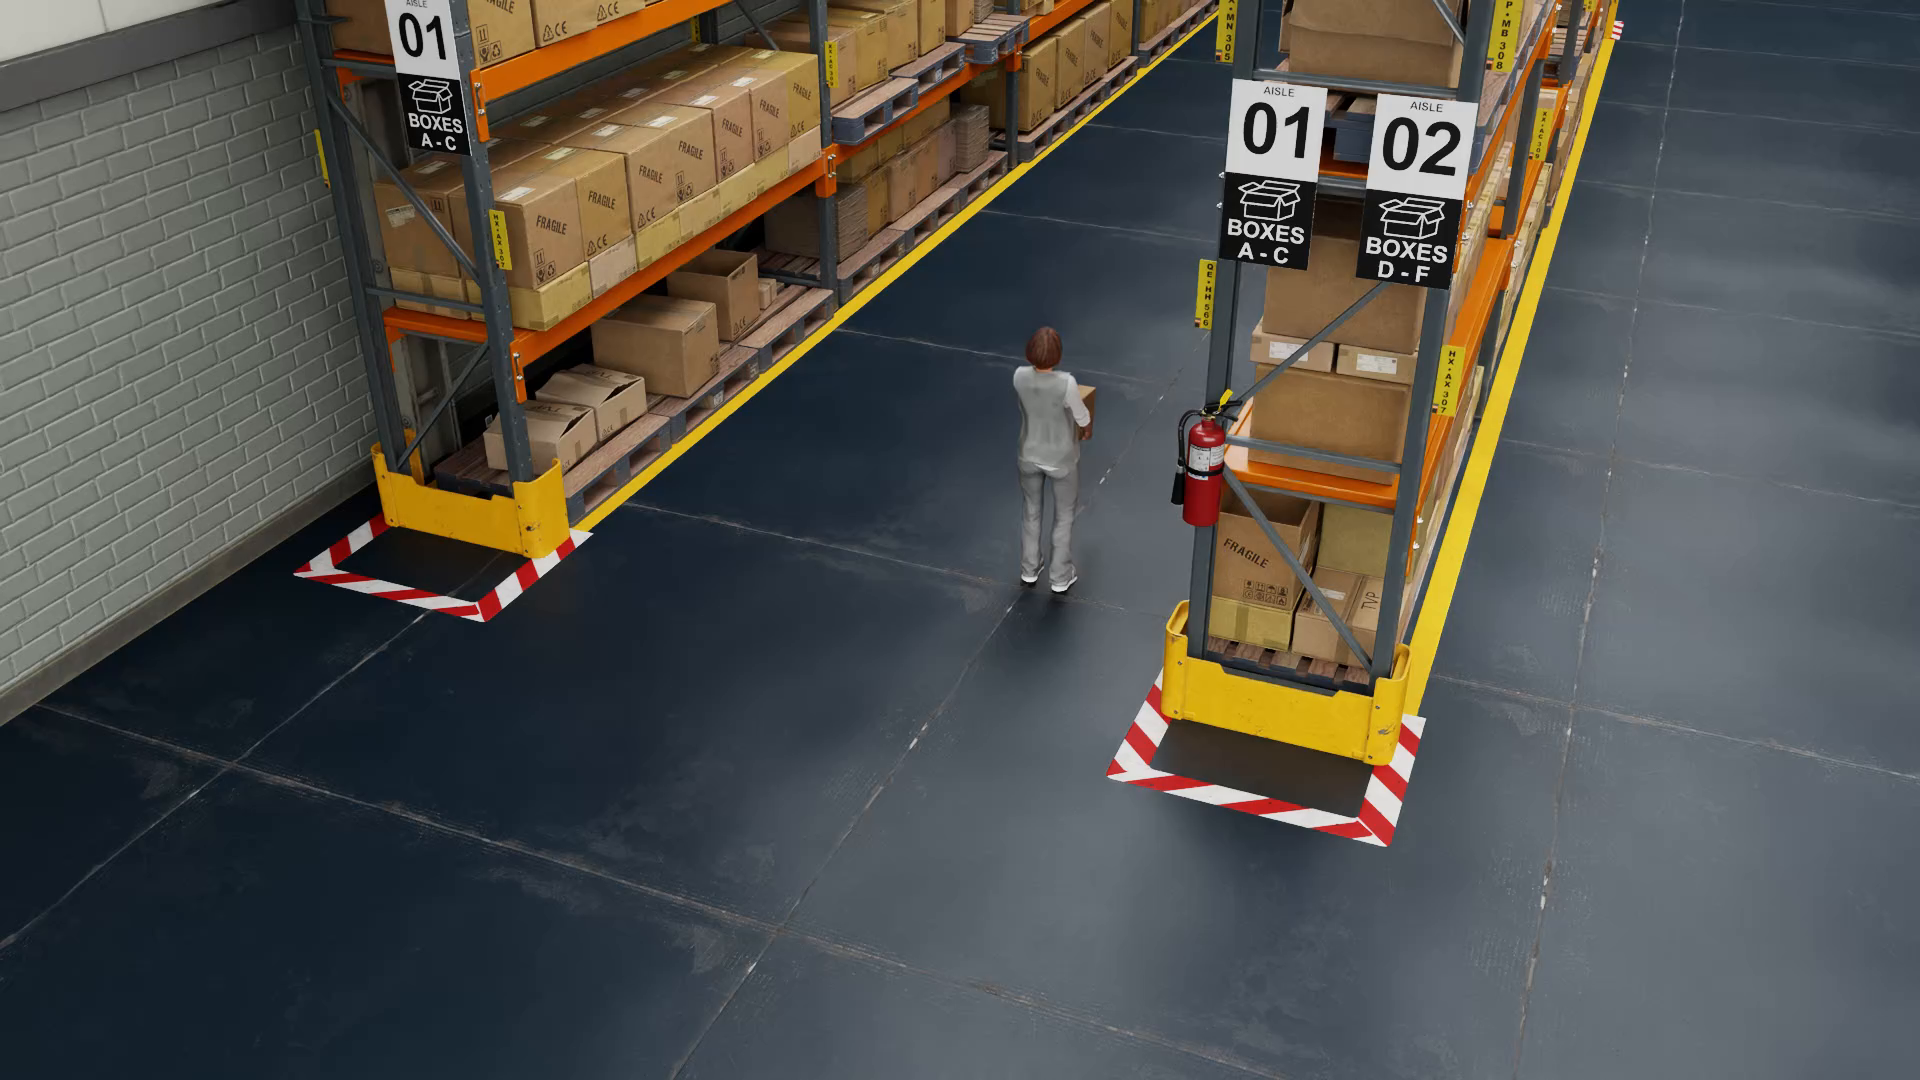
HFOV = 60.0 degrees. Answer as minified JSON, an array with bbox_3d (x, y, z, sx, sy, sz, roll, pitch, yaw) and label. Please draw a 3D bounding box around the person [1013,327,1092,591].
[{"bbox_3d":[0.517,-0.486,9.241,0.404,1.590,0.492,12,32,20],"label":"person"}]
